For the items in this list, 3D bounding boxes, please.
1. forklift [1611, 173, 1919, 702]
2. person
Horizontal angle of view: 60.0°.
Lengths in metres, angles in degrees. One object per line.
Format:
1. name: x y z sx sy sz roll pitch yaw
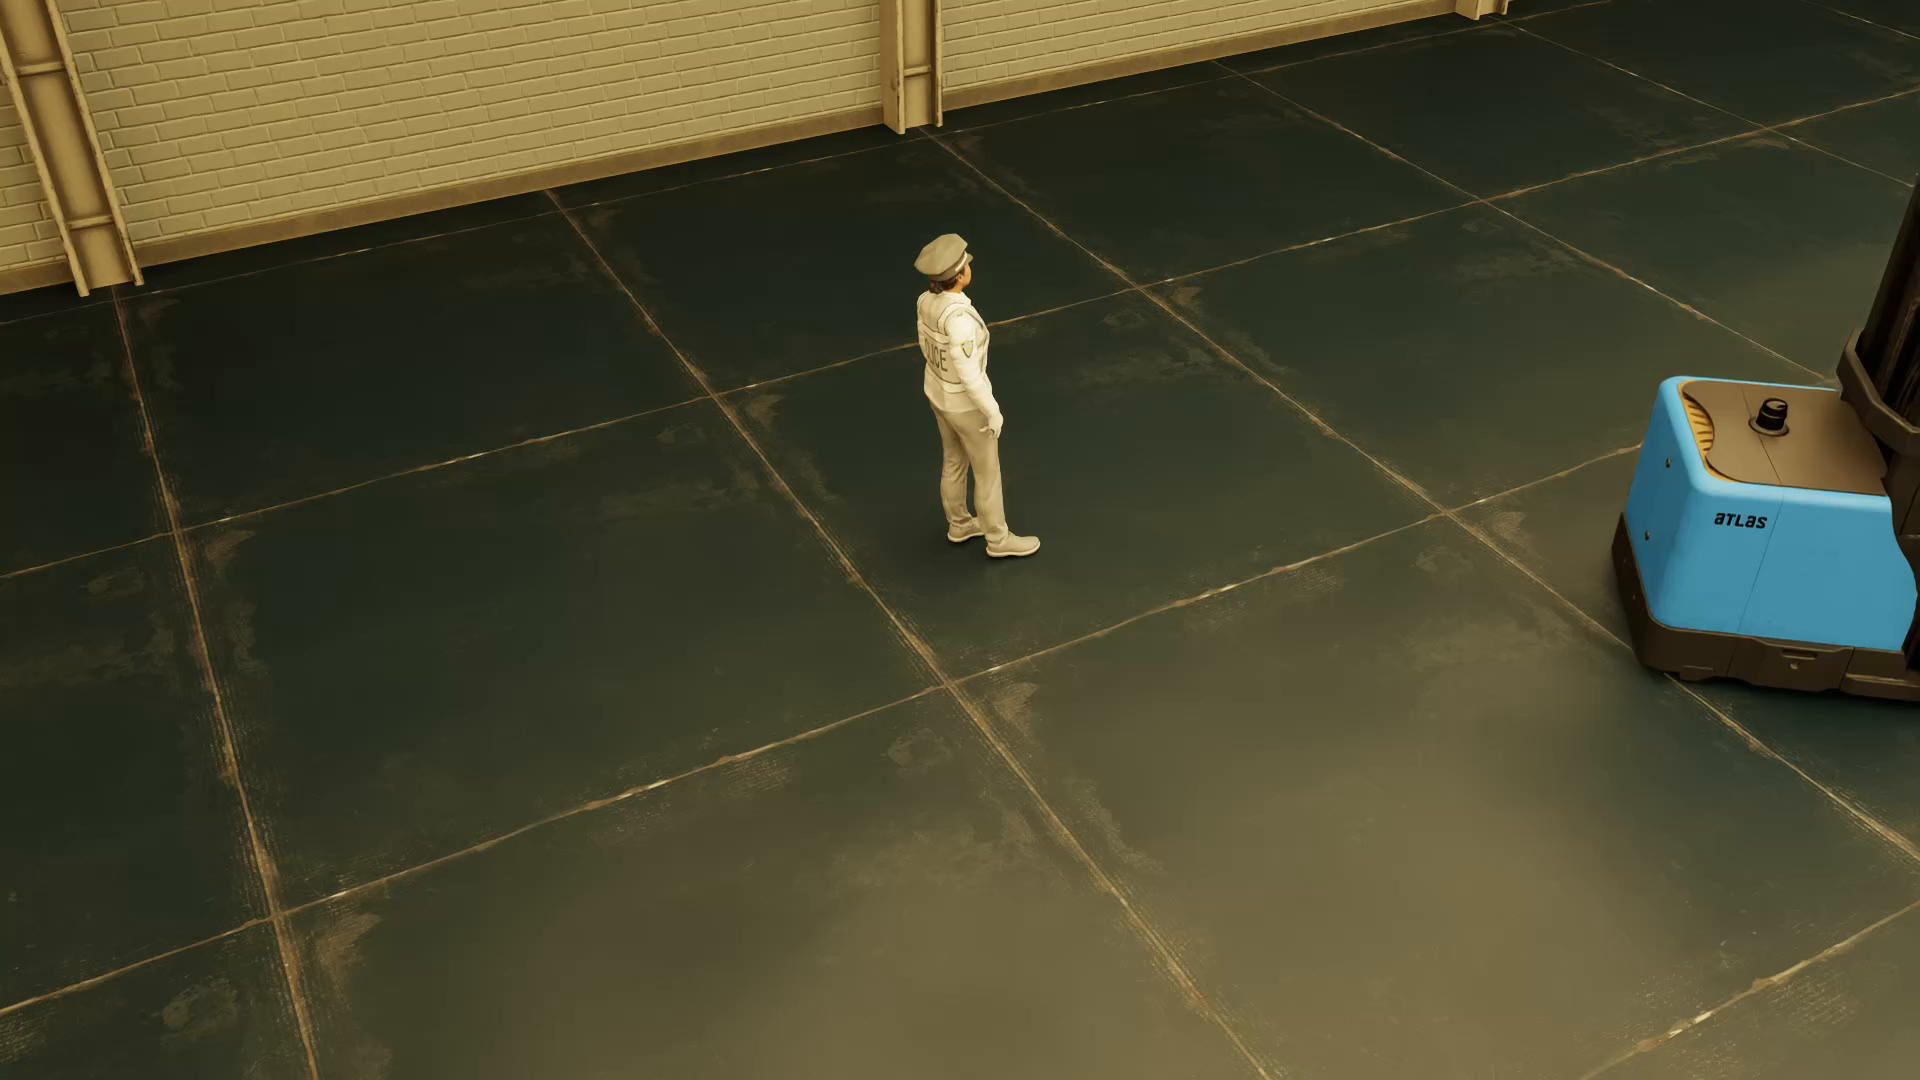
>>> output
1. forklift: 4.729 -0.689 7.098 3.031 2.935 1.130 6 36 8
2. person: 0.064 -0.713 8.190 0.530 1.694 0.586 -17 39 -23
